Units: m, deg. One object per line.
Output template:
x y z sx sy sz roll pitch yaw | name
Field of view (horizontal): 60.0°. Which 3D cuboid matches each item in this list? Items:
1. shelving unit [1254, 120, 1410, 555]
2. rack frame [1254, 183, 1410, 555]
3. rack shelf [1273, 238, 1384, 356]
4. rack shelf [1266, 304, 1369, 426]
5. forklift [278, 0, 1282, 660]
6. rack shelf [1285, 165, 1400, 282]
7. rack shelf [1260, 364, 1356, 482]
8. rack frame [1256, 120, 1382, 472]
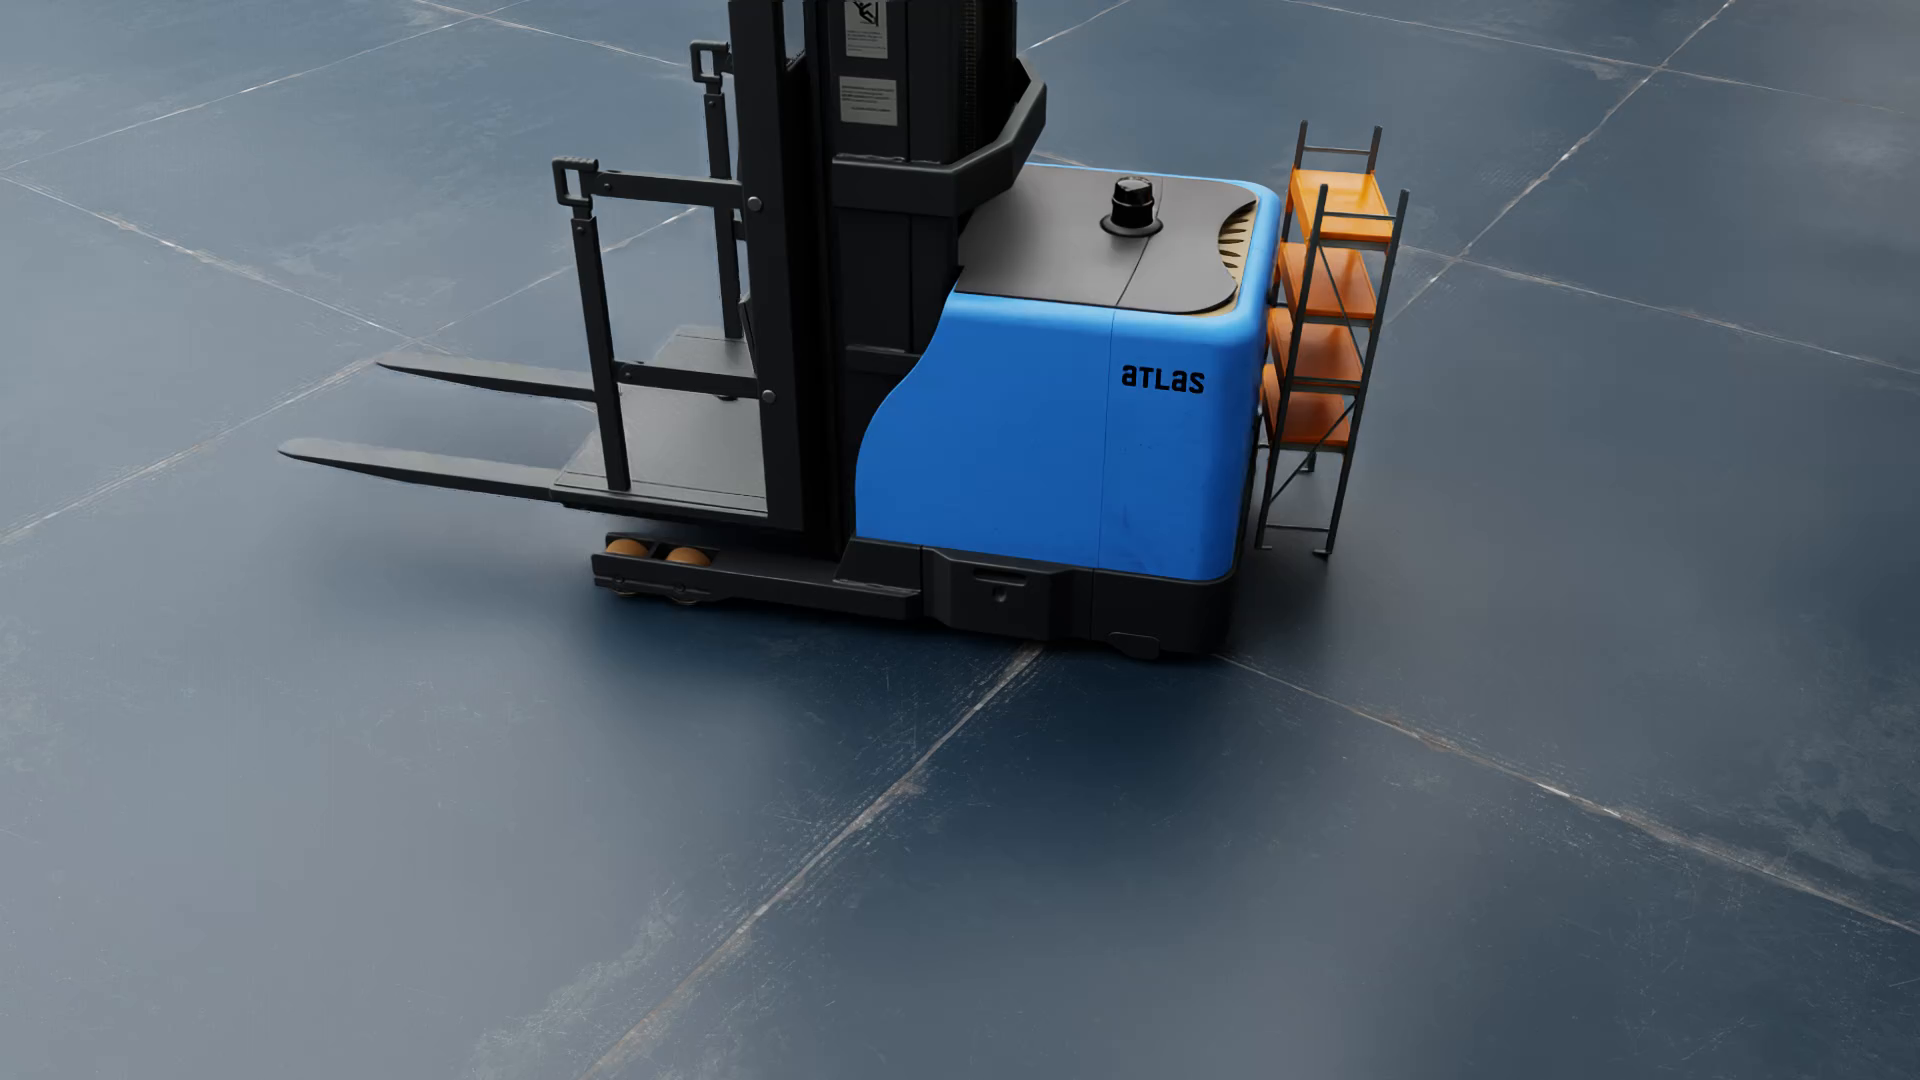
1.083 -0.599 5.052 0.258 1.200 0.503 4 34 1 | shelving unit
1.069 -0.462 4.851 0.240 1.200 0.015 4 34 1 | rack frame
1.091 -0.728 4.964 0.258 0.148 0.480 4 34 1 | rack shelf
1.080 -0.543 5.090 0.258 0.148 0.480 4 34 1 | rack shelf
-0.618 -1.303 4.560 3.031 2.935 1.130 7 35 11 | forklift
1.103 -0.923 4.831 0.258 0.148 0.480 4 34 1 | rack shelf
1.070 -0.379 5.202 0.258 0.148 0.480 4 34 1 | rack shelf
1.098 -0.735 5.254 0.240 1.200 0.015 4 34 1 | rack frame
